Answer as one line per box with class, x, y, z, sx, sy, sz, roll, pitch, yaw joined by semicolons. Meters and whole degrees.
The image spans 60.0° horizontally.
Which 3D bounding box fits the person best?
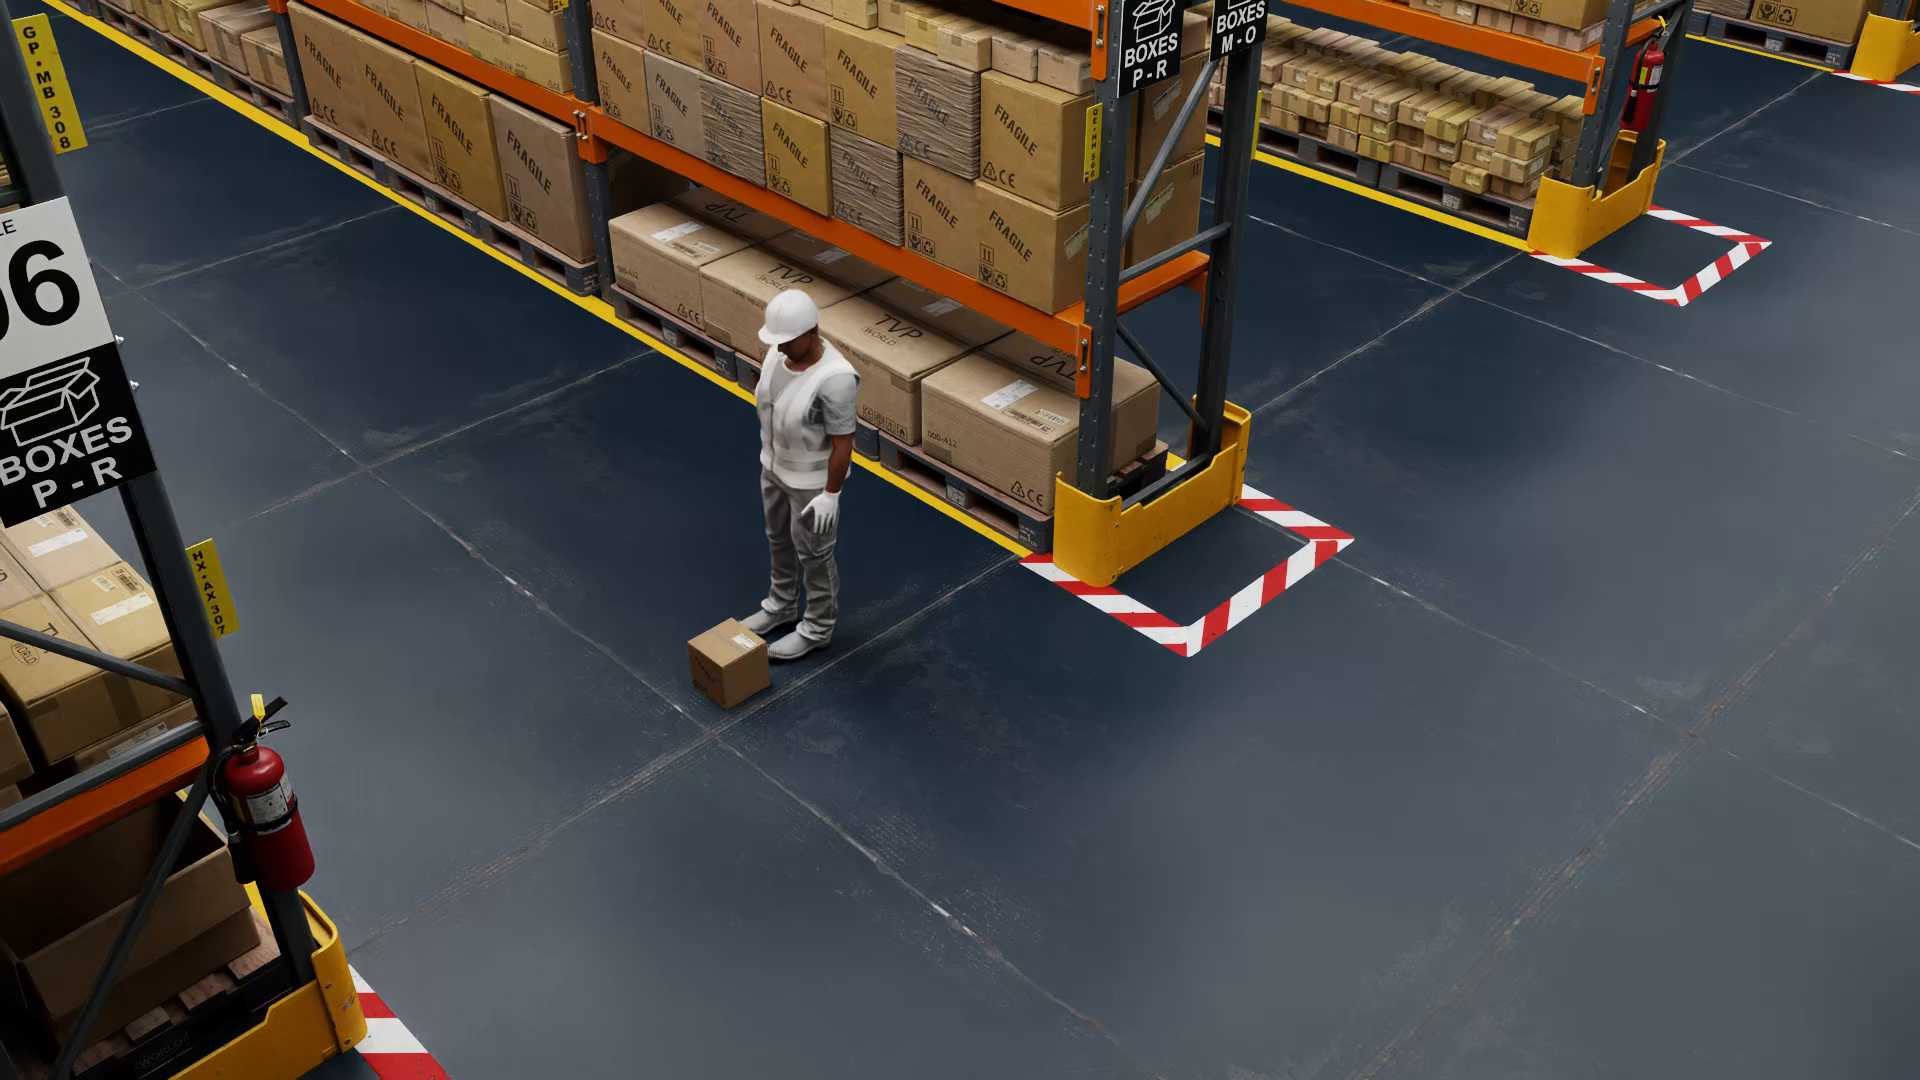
person;-0.720;-0.272;7.201;0.477;1.786;0.579;-24;42;-30
